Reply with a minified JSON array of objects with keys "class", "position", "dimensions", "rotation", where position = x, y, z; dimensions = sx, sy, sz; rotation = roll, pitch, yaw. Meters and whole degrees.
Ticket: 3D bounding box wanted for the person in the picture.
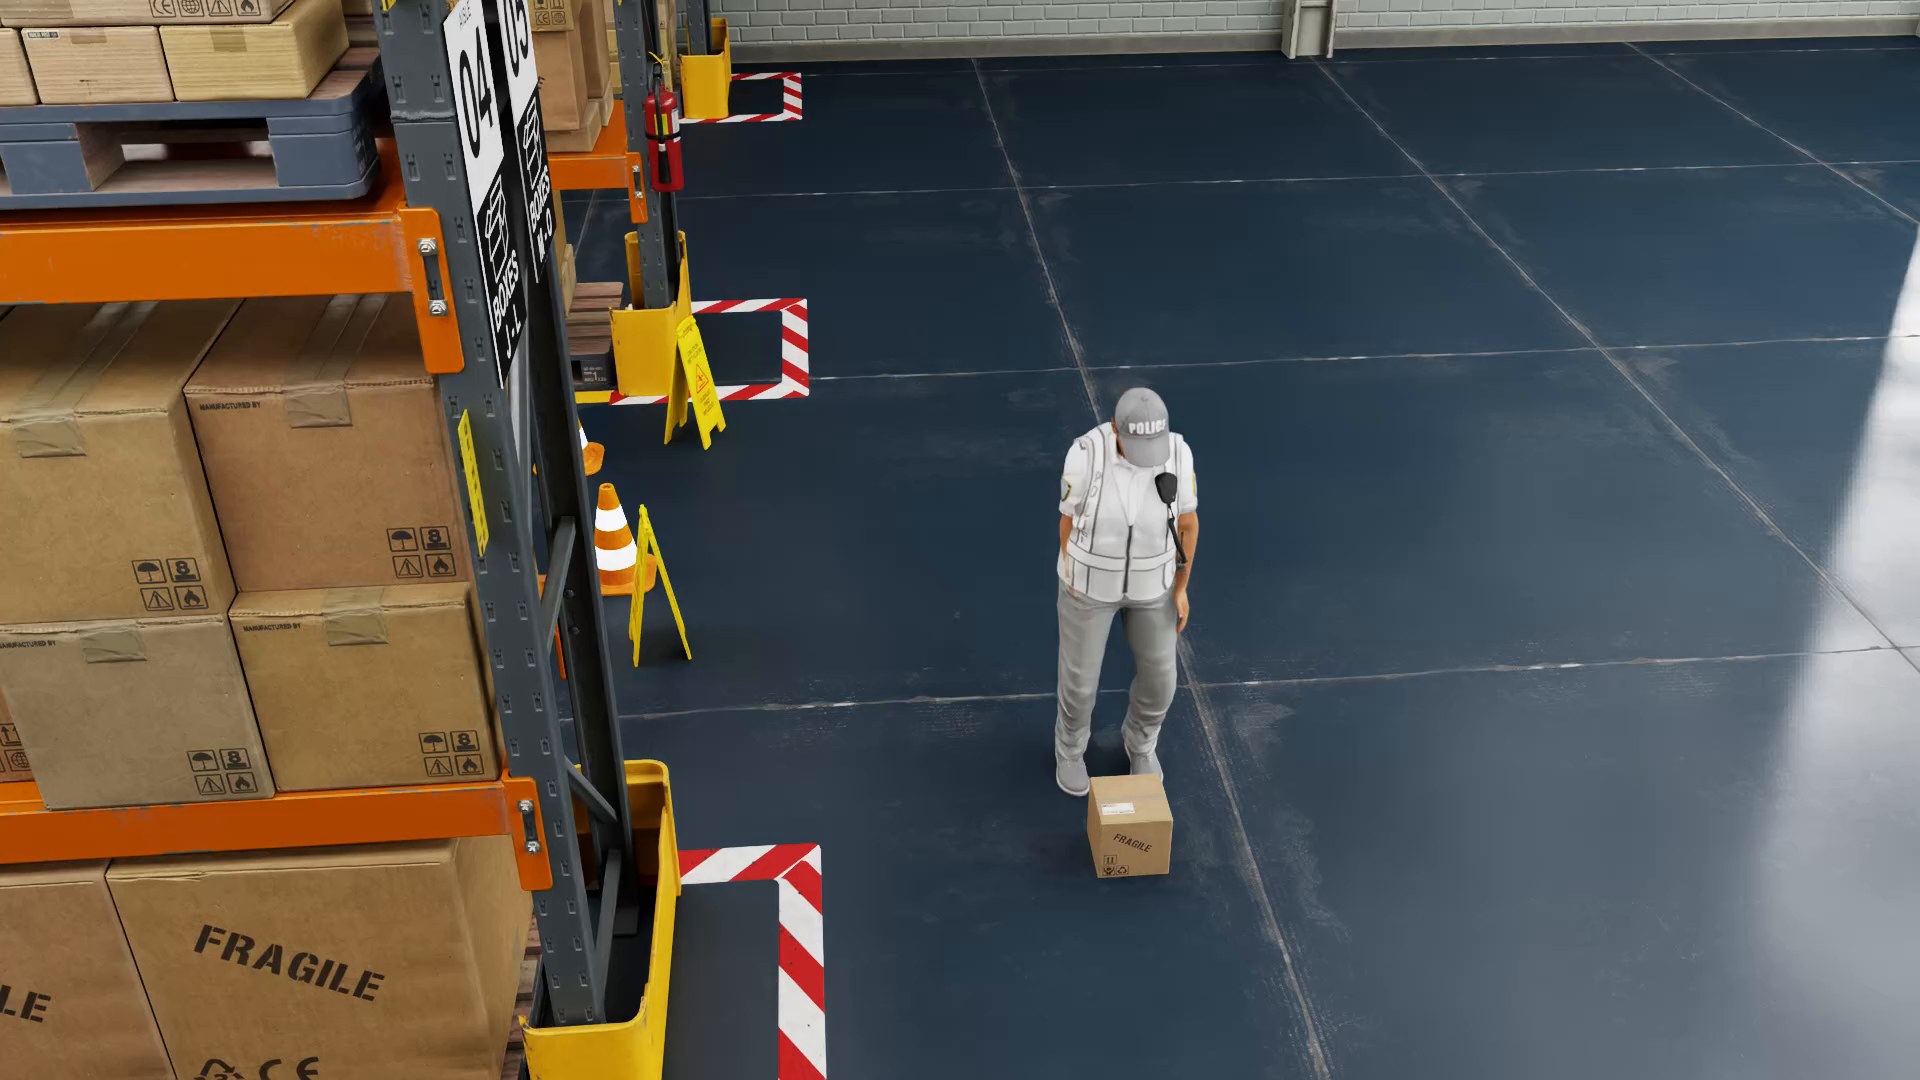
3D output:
[{"class":"person","position":[0.586,0.174,5.888],"dimensions":[0.489,1.634,0.452],"rotation":[-2,31,-3]}]
